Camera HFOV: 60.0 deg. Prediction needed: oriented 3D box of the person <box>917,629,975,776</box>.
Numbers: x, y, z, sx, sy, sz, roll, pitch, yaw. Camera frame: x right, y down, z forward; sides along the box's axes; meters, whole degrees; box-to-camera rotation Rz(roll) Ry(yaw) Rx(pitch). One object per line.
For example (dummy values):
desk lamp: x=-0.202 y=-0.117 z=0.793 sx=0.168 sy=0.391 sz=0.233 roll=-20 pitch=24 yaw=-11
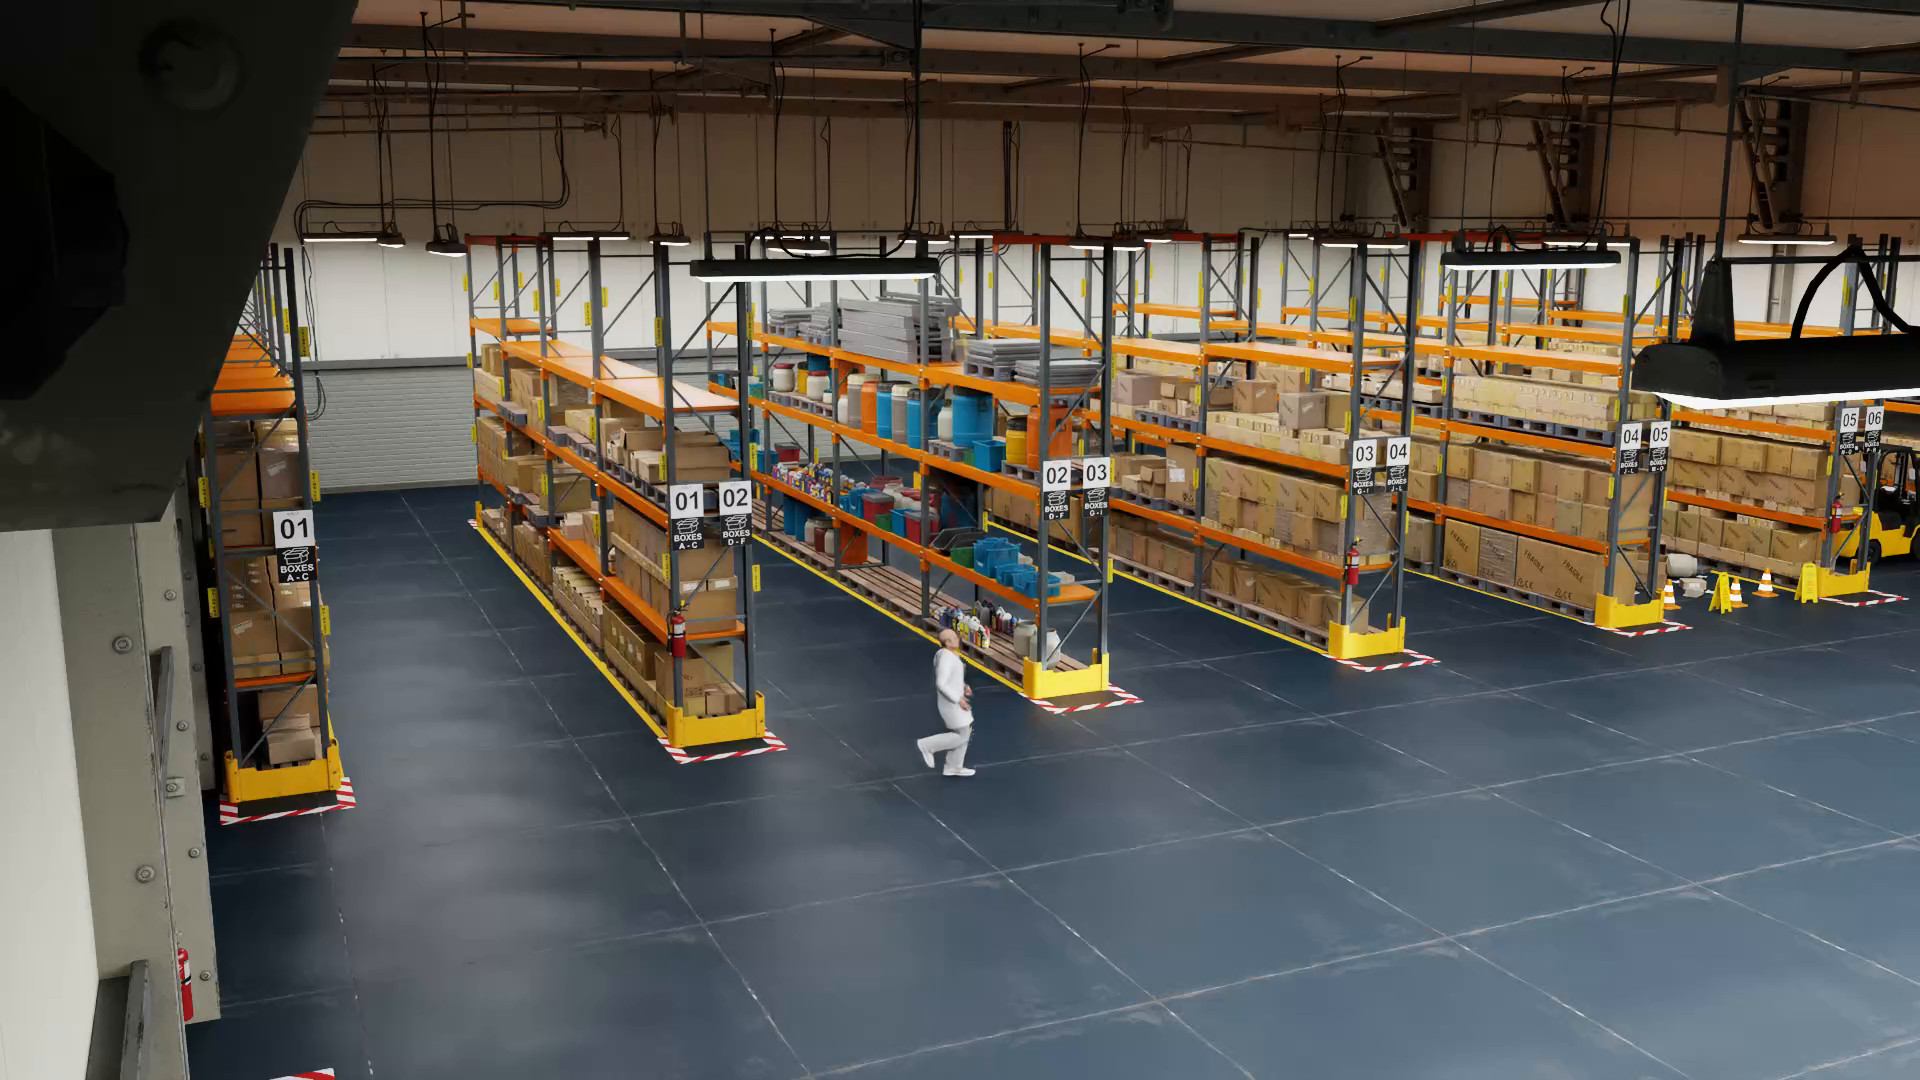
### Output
person: x=-0.158 y=1.866 z=18.997 sx=0.673 sy=1.739 sz=0.720 roll=-1 pitch=11 yaw=-4

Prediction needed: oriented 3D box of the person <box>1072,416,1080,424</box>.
person: x=2.663 y=-2.084 z=39.376 sx=0.737 sy=1.767 sz=0.681 roll=0 pitch=11 yaw=0
